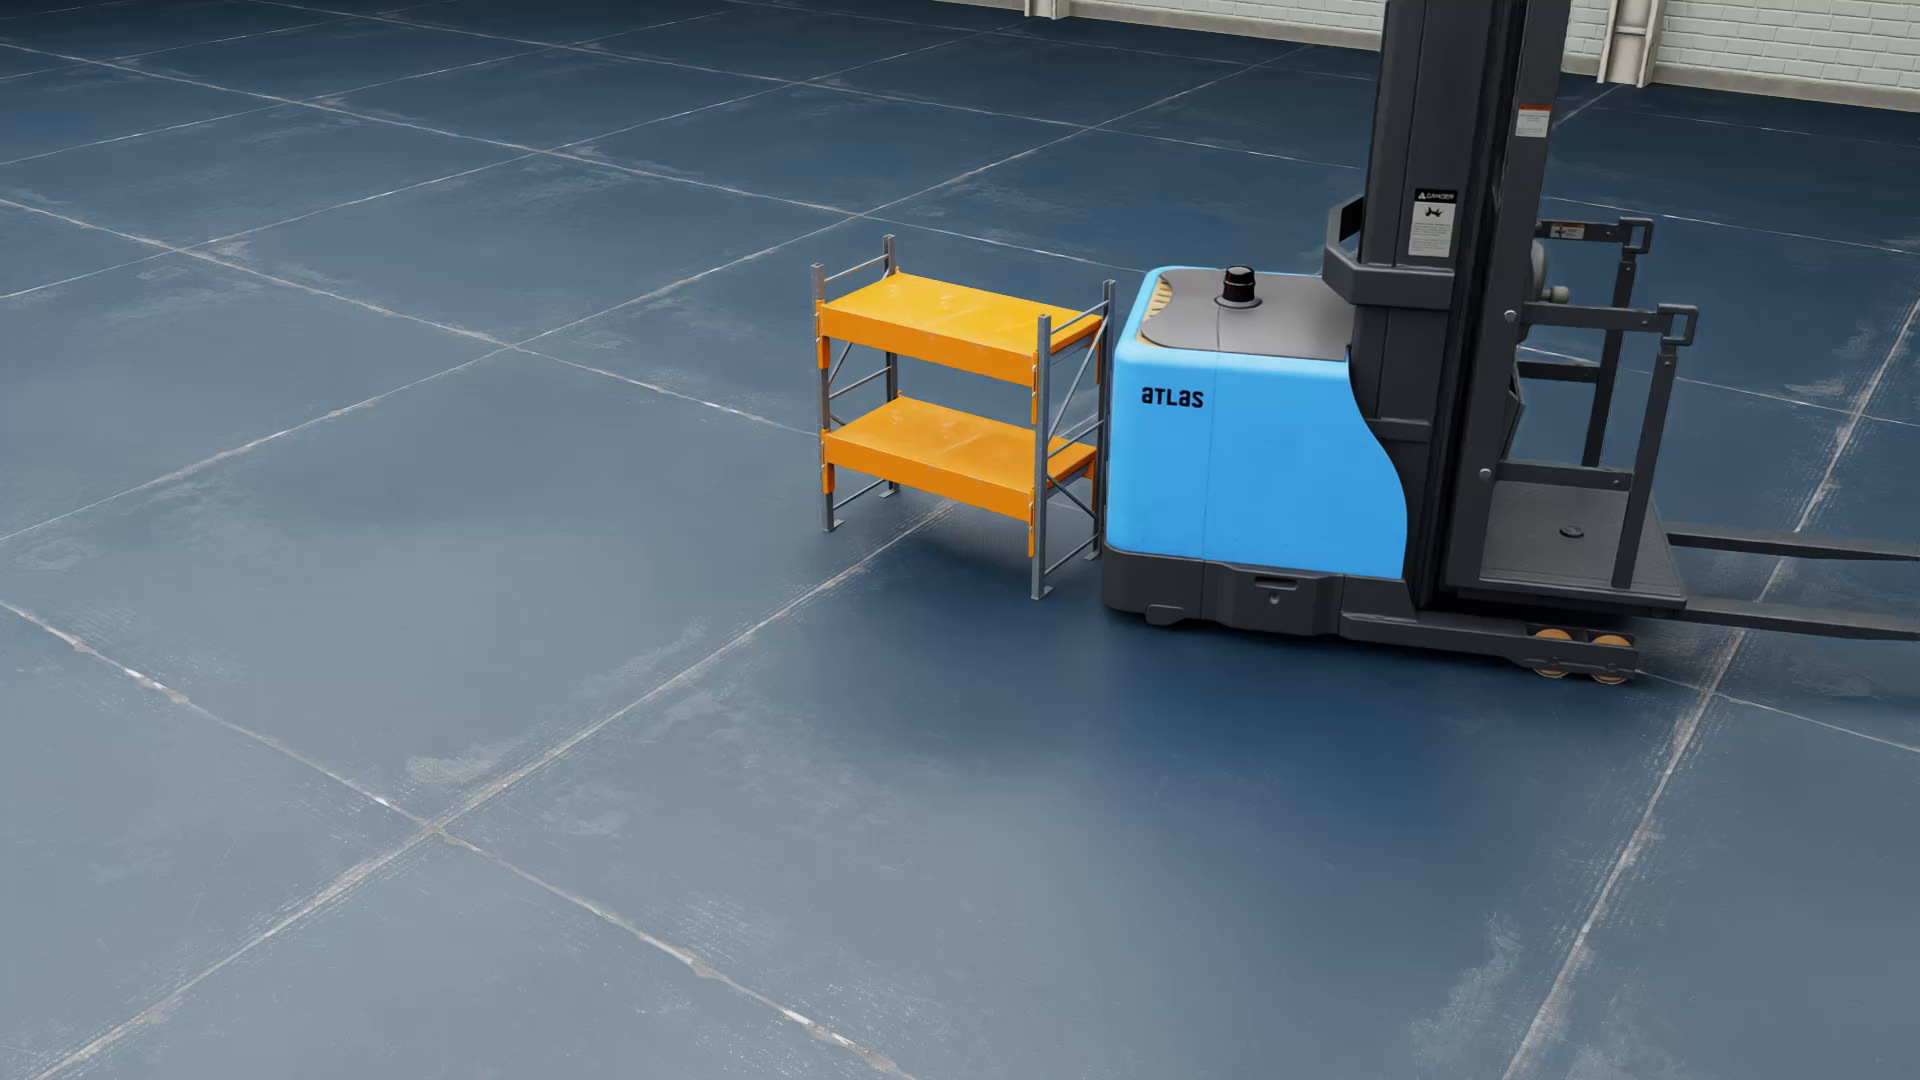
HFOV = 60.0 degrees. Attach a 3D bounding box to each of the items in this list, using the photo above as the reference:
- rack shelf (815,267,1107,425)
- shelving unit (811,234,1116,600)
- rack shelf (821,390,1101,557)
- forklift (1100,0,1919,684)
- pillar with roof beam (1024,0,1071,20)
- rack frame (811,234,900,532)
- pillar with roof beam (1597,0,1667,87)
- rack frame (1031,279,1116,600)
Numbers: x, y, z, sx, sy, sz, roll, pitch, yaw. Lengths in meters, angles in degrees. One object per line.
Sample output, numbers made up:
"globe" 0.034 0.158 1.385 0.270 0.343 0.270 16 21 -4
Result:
"rack shelf" 0.006 -0.760 6.359 1.000 0.278 0.538 17 32 30
"shelving unit" 0.006 -0.500 6.491 1.048 1.125 0.538 17 32 30
"rack shelf" 0.006 -0.282 6.602 1.000 0.278 0.538 17 32 30
"forklift" 2.092 -1.071 5.624 3.031 2.935 1.130 6 28 11
"pillar with roof beam" -1.504 -7.996 12.541 0.400 9.000 9.100 17 32 30
"rack frame" -0.413 -0.630 6.748 0.032 1.125 0.500 17 32 30
"pillar with roof beam" 3.442 -6.456 9.513 0.400 9.000 9.100 17 32 30
"rack frame" 0.425 -0.369 6.235 0.032 1.125 0.500 17 32 30
